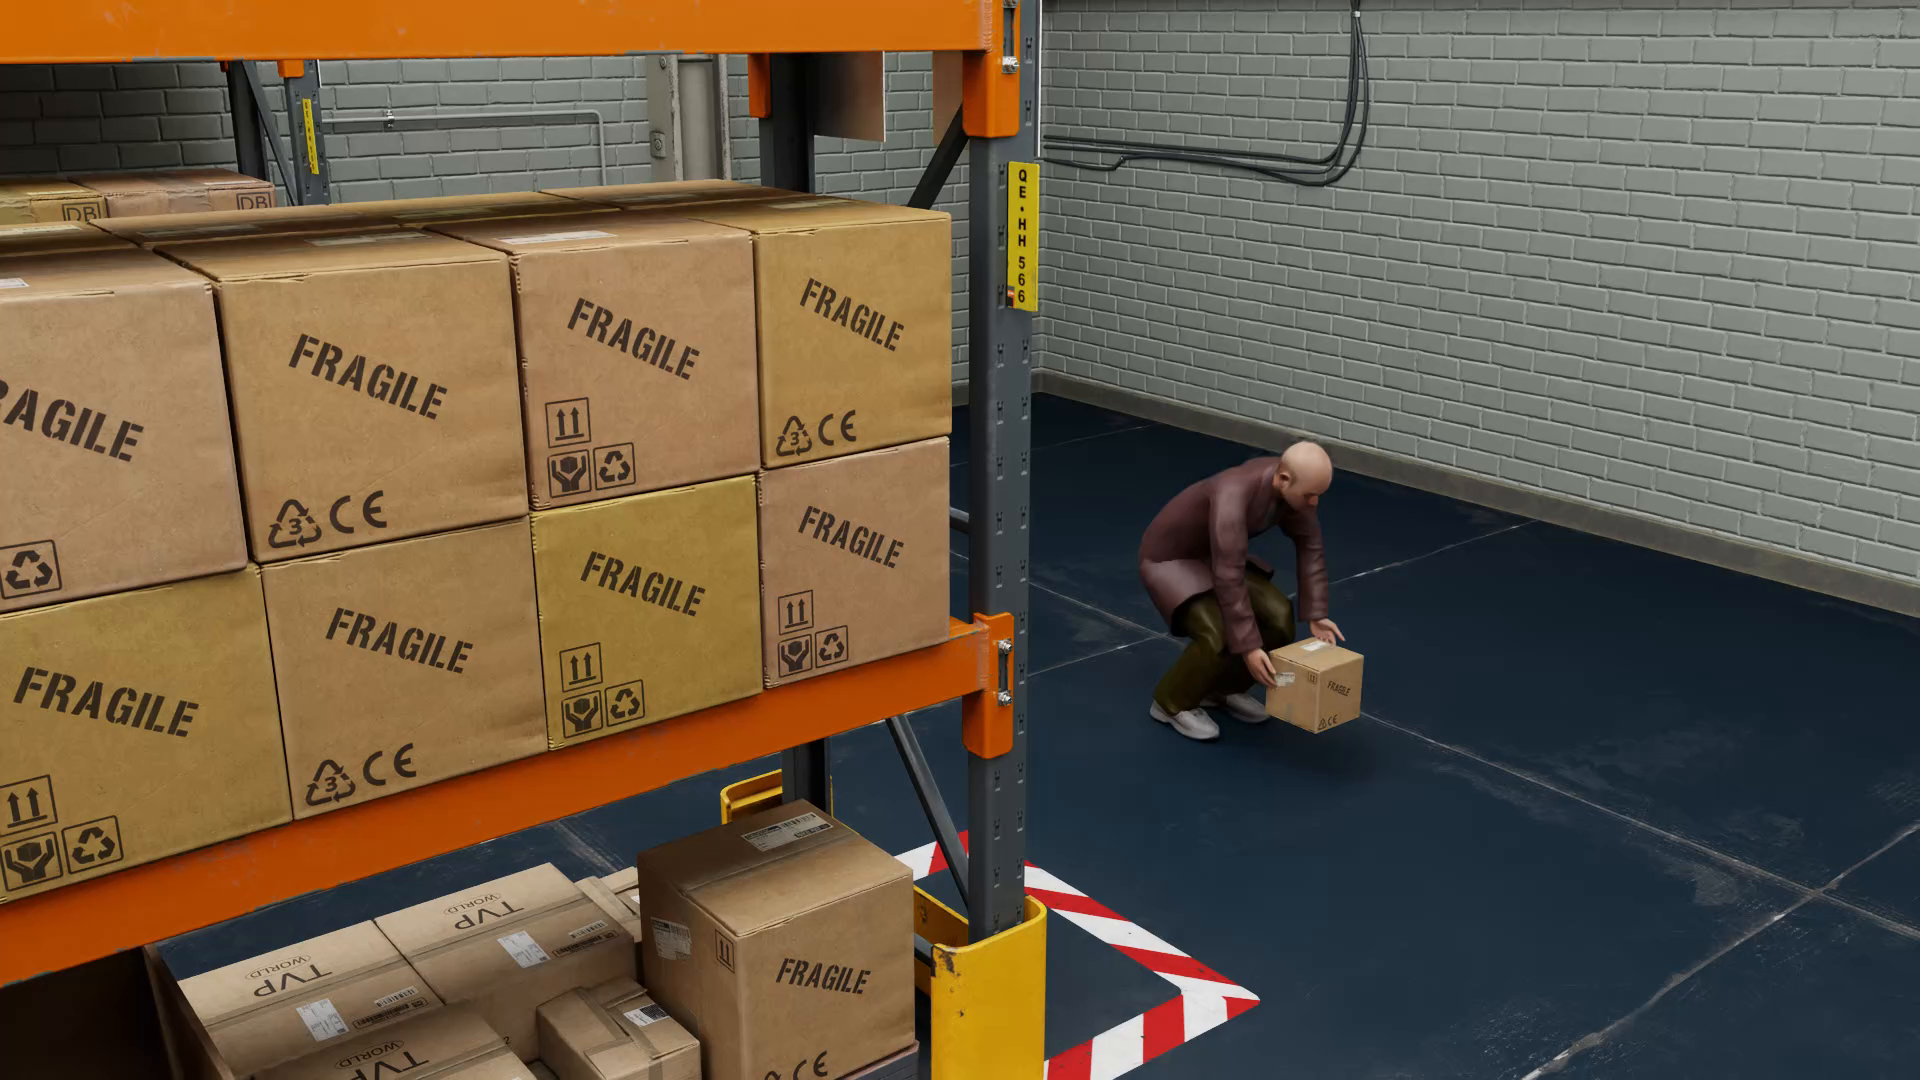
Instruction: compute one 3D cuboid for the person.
[{"bbox_3d":[1.074,0.210,6.520,0.629,1.113,0.809,-13,22,-36],"label":"person"}]
